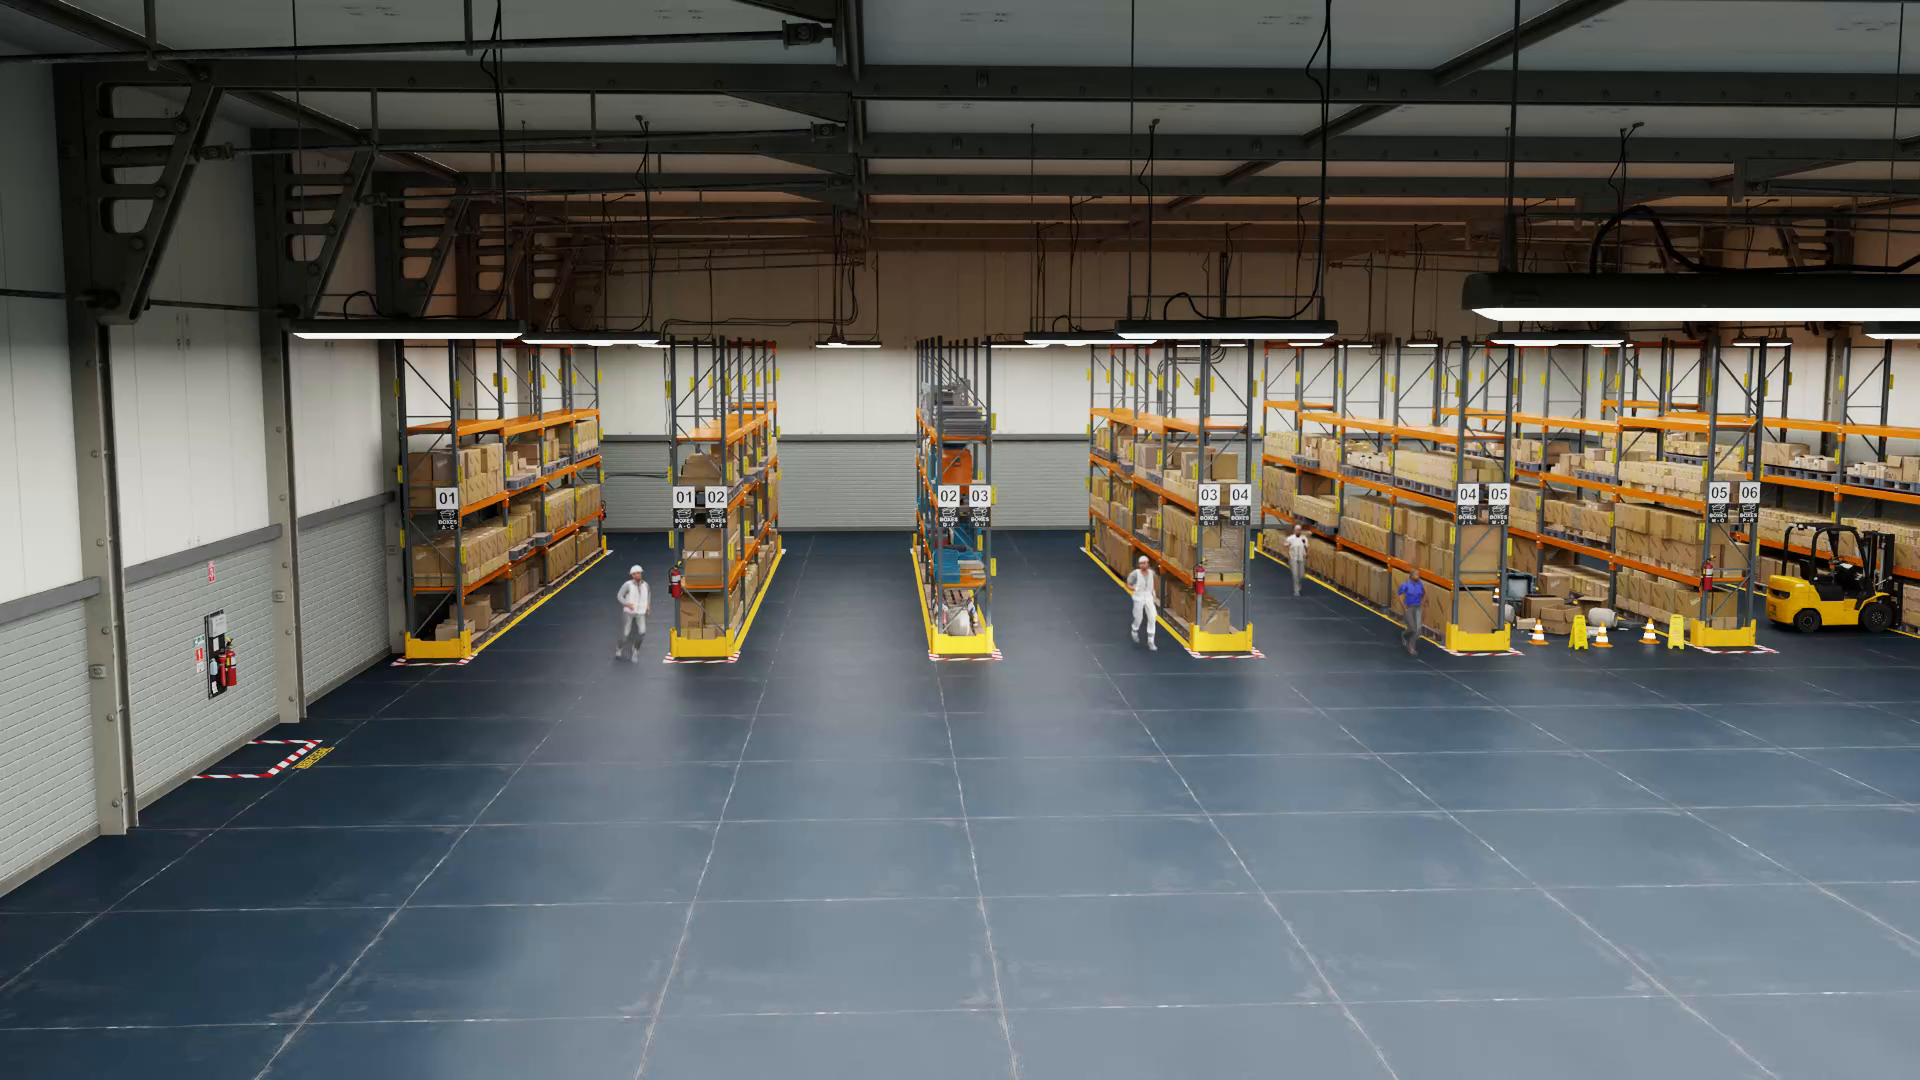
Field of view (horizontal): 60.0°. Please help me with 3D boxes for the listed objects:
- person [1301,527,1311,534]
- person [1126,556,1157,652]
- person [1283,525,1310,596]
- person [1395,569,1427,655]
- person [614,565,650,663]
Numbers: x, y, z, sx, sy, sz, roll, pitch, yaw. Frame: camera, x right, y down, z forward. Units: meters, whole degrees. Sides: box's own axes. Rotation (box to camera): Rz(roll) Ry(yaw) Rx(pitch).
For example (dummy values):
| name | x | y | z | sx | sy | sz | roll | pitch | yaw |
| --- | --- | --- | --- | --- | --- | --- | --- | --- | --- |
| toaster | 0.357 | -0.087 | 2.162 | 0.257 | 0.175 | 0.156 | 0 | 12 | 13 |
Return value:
| name | x | y | z | sx | sy | sz | roll | pitch | yaw |
| --- | --- | --- | --- | --- | --- | --- | --- | --- | --- |
| person | 10.054 | -0.664 | 49.022 | 0.678 | 1.631 | 1.038 | -6 | 9 | -42 |
| person | 3.520 | 1.195 | 32.129 | 0.682 | 1.812 | 0.937 | -1 | 7 | -12 |
| person | 7.934 | 0.469 | 39.205 | 0.614 | 1.651 | 0.672 | 0 | 6 | 1 |
| person | 8.588 | 1.362 | 31.552 | 0.607 | 1.609 | 0.508 | -1 | 7 | -11 |
| person | -6.037 | 1.364 | 30.886 | 0.730 | 1.793 | 0.696 | -4 | 8 | -30 |
